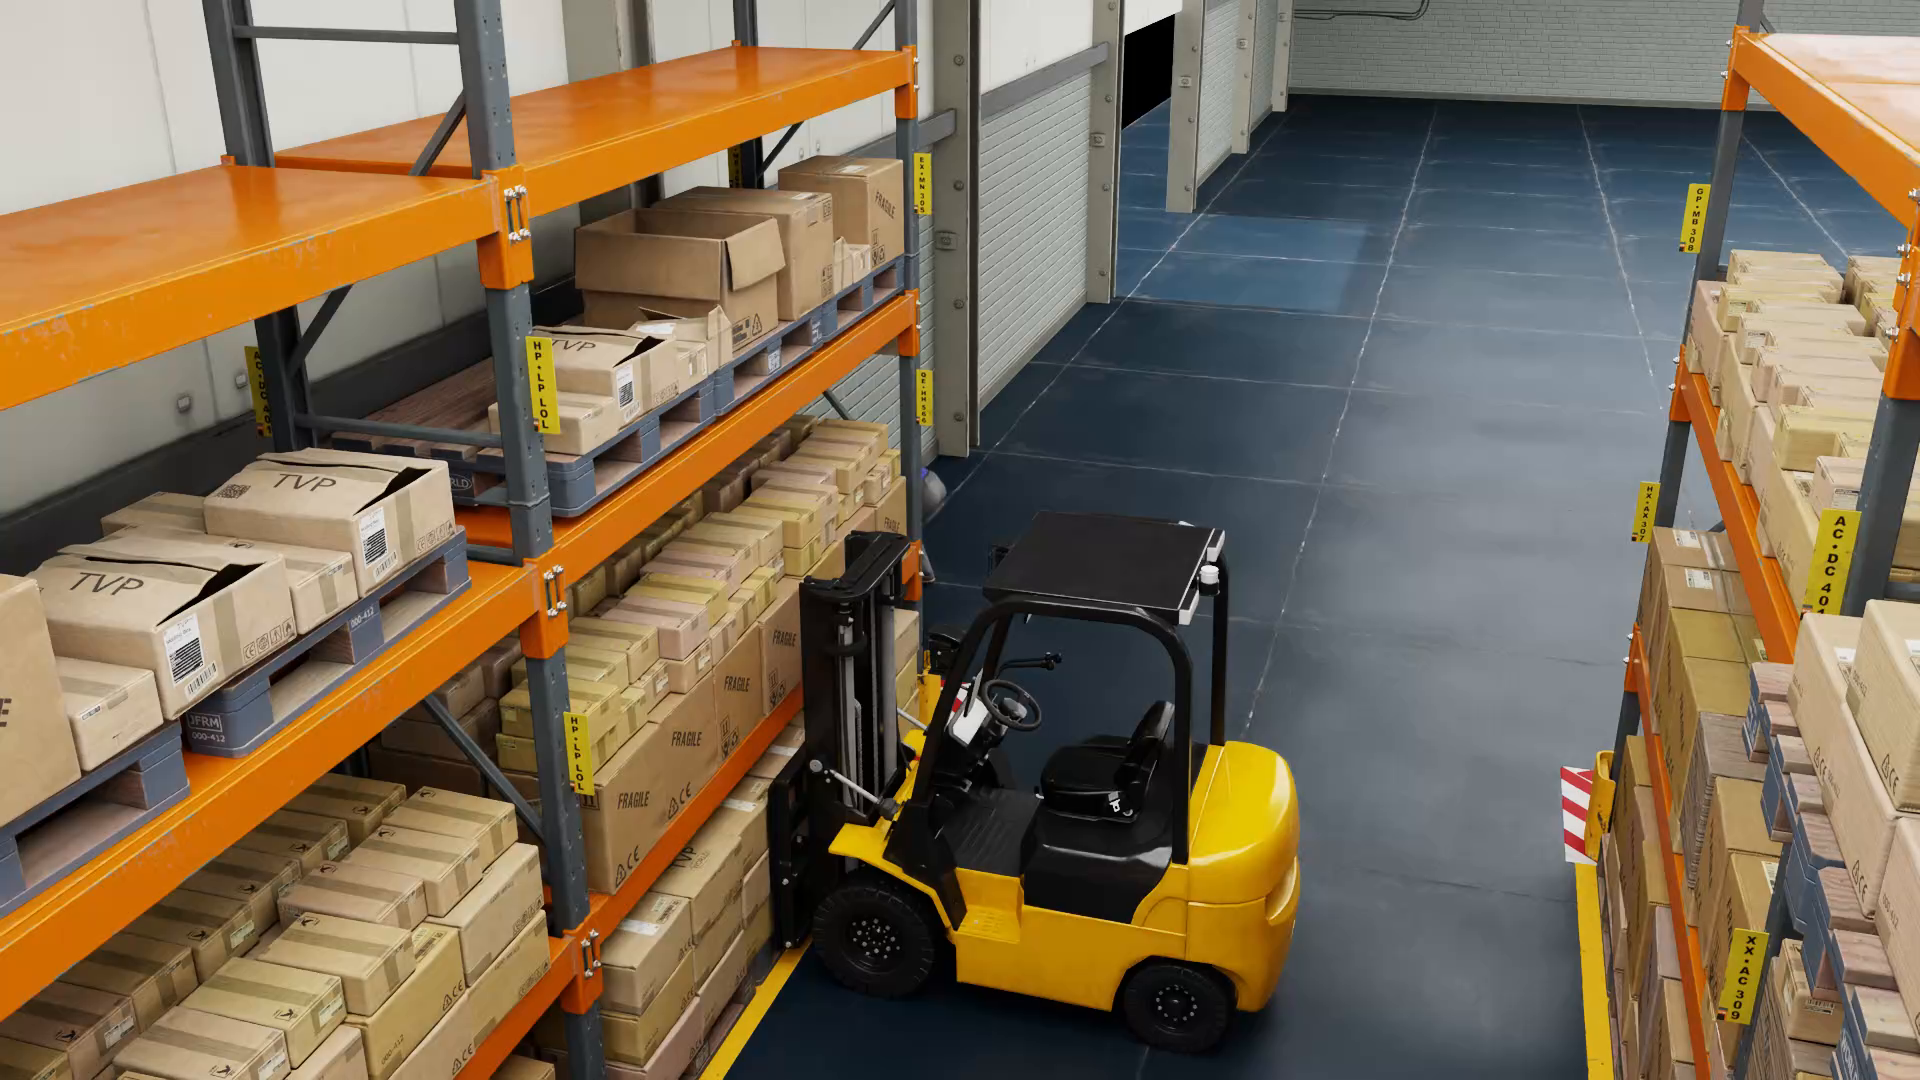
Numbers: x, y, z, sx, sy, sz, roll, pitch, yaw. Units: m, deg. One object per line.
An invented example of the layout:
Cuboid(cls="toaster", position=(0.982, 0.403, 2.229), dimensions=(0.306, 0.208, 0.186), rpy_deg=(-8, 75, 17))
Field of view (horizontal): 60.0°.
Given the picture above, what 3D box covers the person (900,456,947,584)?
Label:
Cuboid(cls="person", position=(-0.532, -0.163, 12.267), dimensions=(0.854, 1.085, 0.439), rpy_deg=(5, 23, 13))
